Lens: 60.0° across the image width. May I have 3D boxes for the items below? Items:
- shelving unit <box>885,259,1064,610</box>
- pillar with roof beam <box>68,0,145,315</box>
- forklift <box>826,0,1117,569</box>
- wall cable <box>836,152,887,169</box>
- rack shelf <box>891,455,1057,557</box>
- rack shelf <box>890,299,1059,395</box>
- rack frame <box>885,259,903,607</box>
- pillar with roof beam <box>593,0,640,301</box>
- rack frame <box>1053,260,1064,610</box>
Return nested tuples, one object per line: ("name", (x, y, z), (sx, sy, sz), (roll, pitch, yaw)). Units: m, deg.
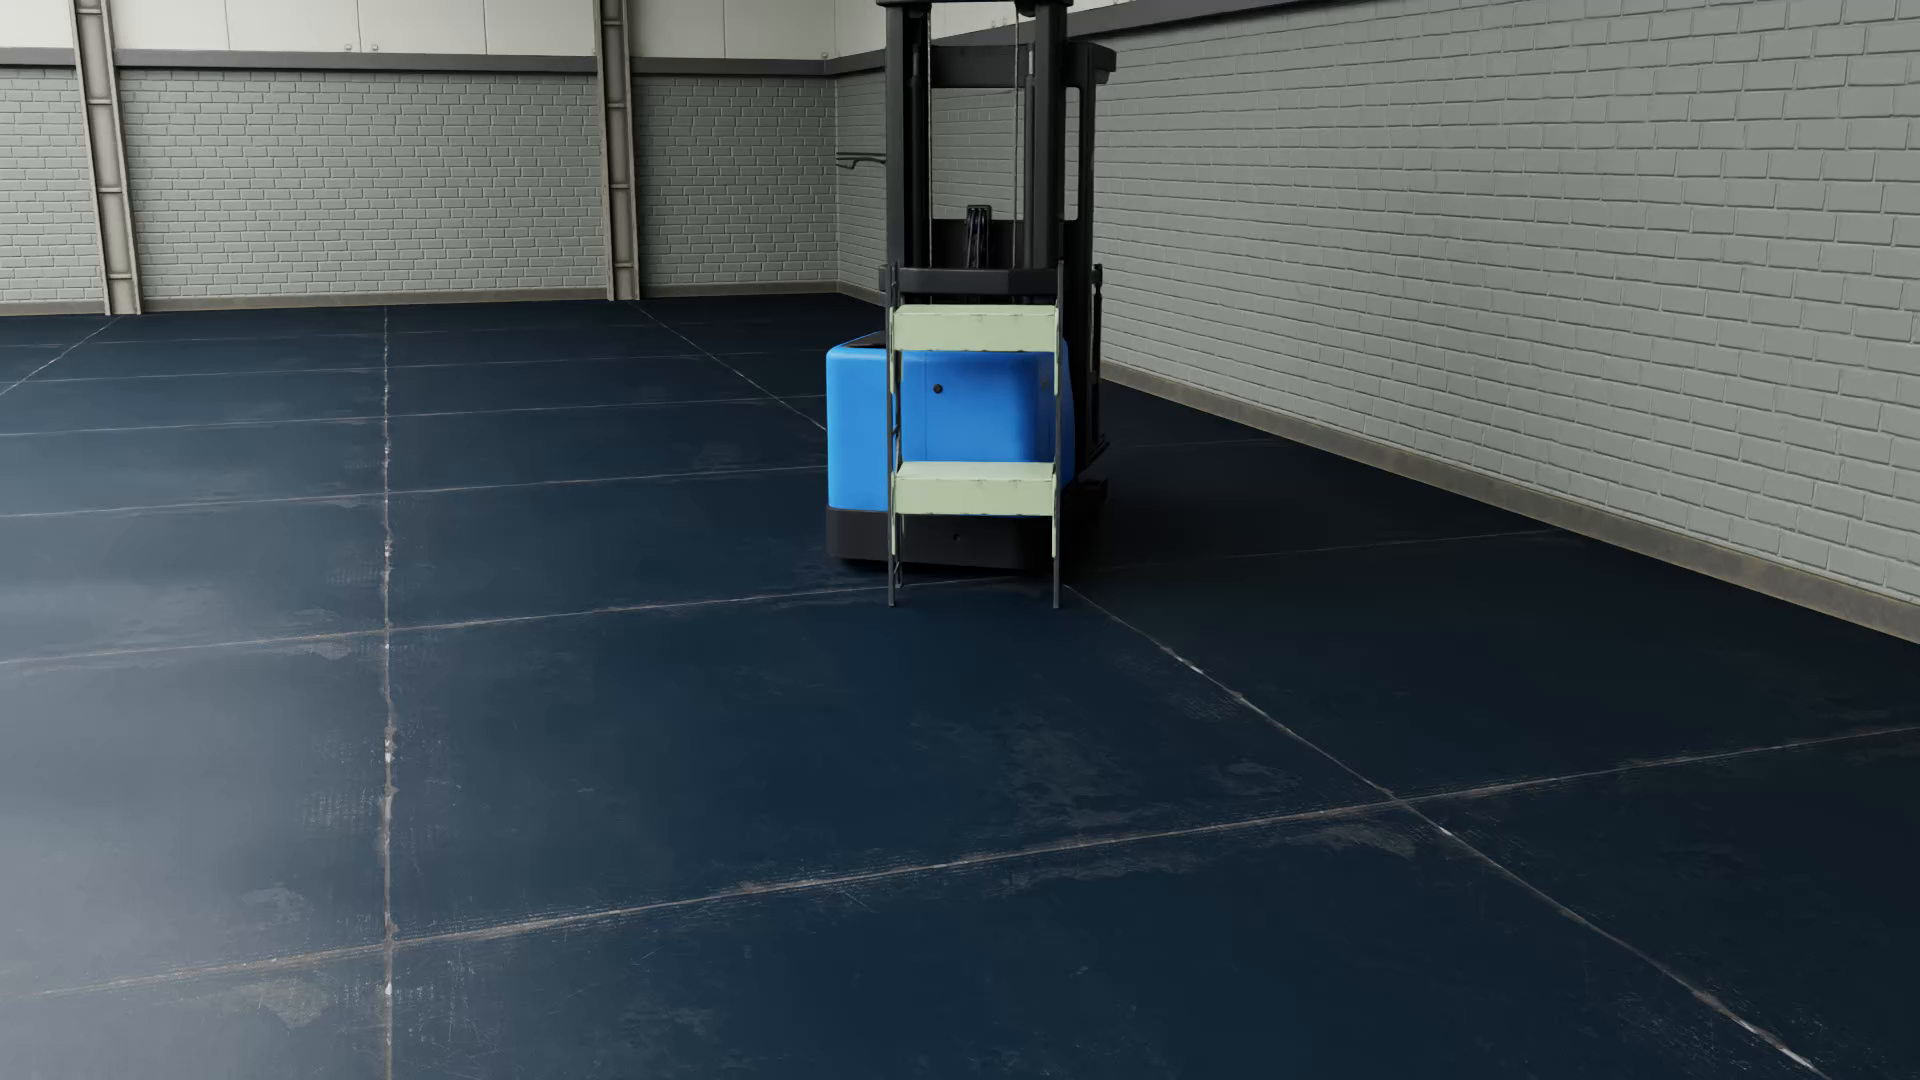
("shelving unit", (0.072, -0.474, 7.392), (0.755, 1.500, 0.431), (1, 13, 4))
("pillar with roof beam", (-8.783, -6.191, 15.223), (0.400, 9.000, 9.100), (-4, 14, -18))
("forklift", (0.216, -1.583, 8.965), (1.130, 2.935, 3.031), (3, 14, 14))
("wall cable", (-1.255, -5.994, 21.108), (0.112, 2.526, 3.097), (-4, 14, -18))
("rack shelf", (0.072, -0.156, 7.468), (0.720, 0.370, 0.431), (1, 13, 4))
("rack shelf", (0.072, -0.853, 7.302), (0.720, 0.370, 0.431), (1, 13, 4))
("rack frame", (-0.293, -0.479, 7.416), (0.023, 1.500, 0.400), (1, 13, 4))
("pillar with roof beam", (-3.096, -6.633, 17.084), (0.400, 9.000, 9.100), (-4, 14, -18))
("rack frame", (0.438, -0.468, 7.369), (0.023, 1.500, 0.400), (1, 13, 4))
